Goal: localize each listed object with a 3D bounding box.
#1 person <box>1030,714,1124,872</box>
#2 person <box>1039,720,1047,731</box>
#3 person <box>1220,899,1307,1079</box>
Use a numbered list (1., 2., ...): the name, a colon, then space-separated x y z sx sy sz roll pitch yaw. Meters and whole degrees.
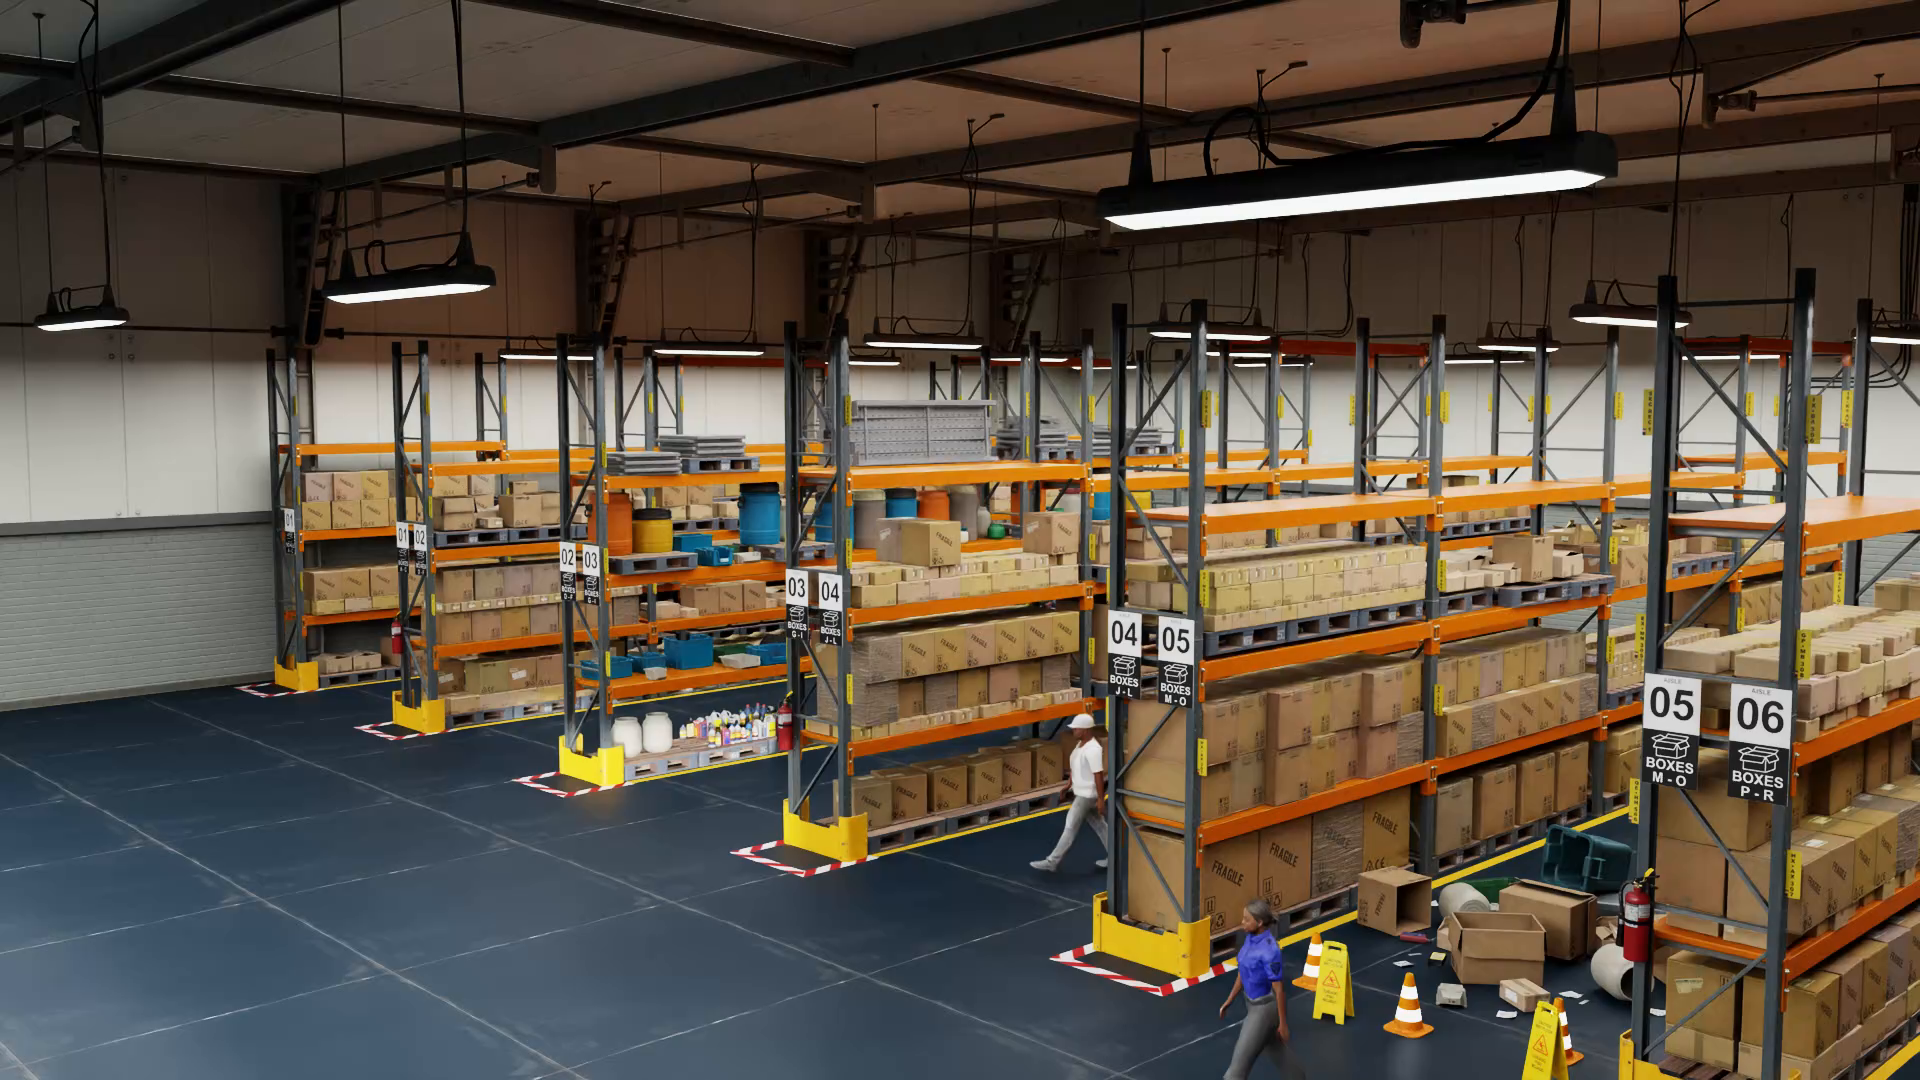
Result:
1. person: 1.274 2.727 18.049 1.060 1.702 0.600 0 5 -3
2. person: 0.965 2.045 24.978 0.742 1.653 0.602 -3 6 -27
3. person: 2.047 3.329 11.802 1.045 1.597 0.474 0 5 -2
